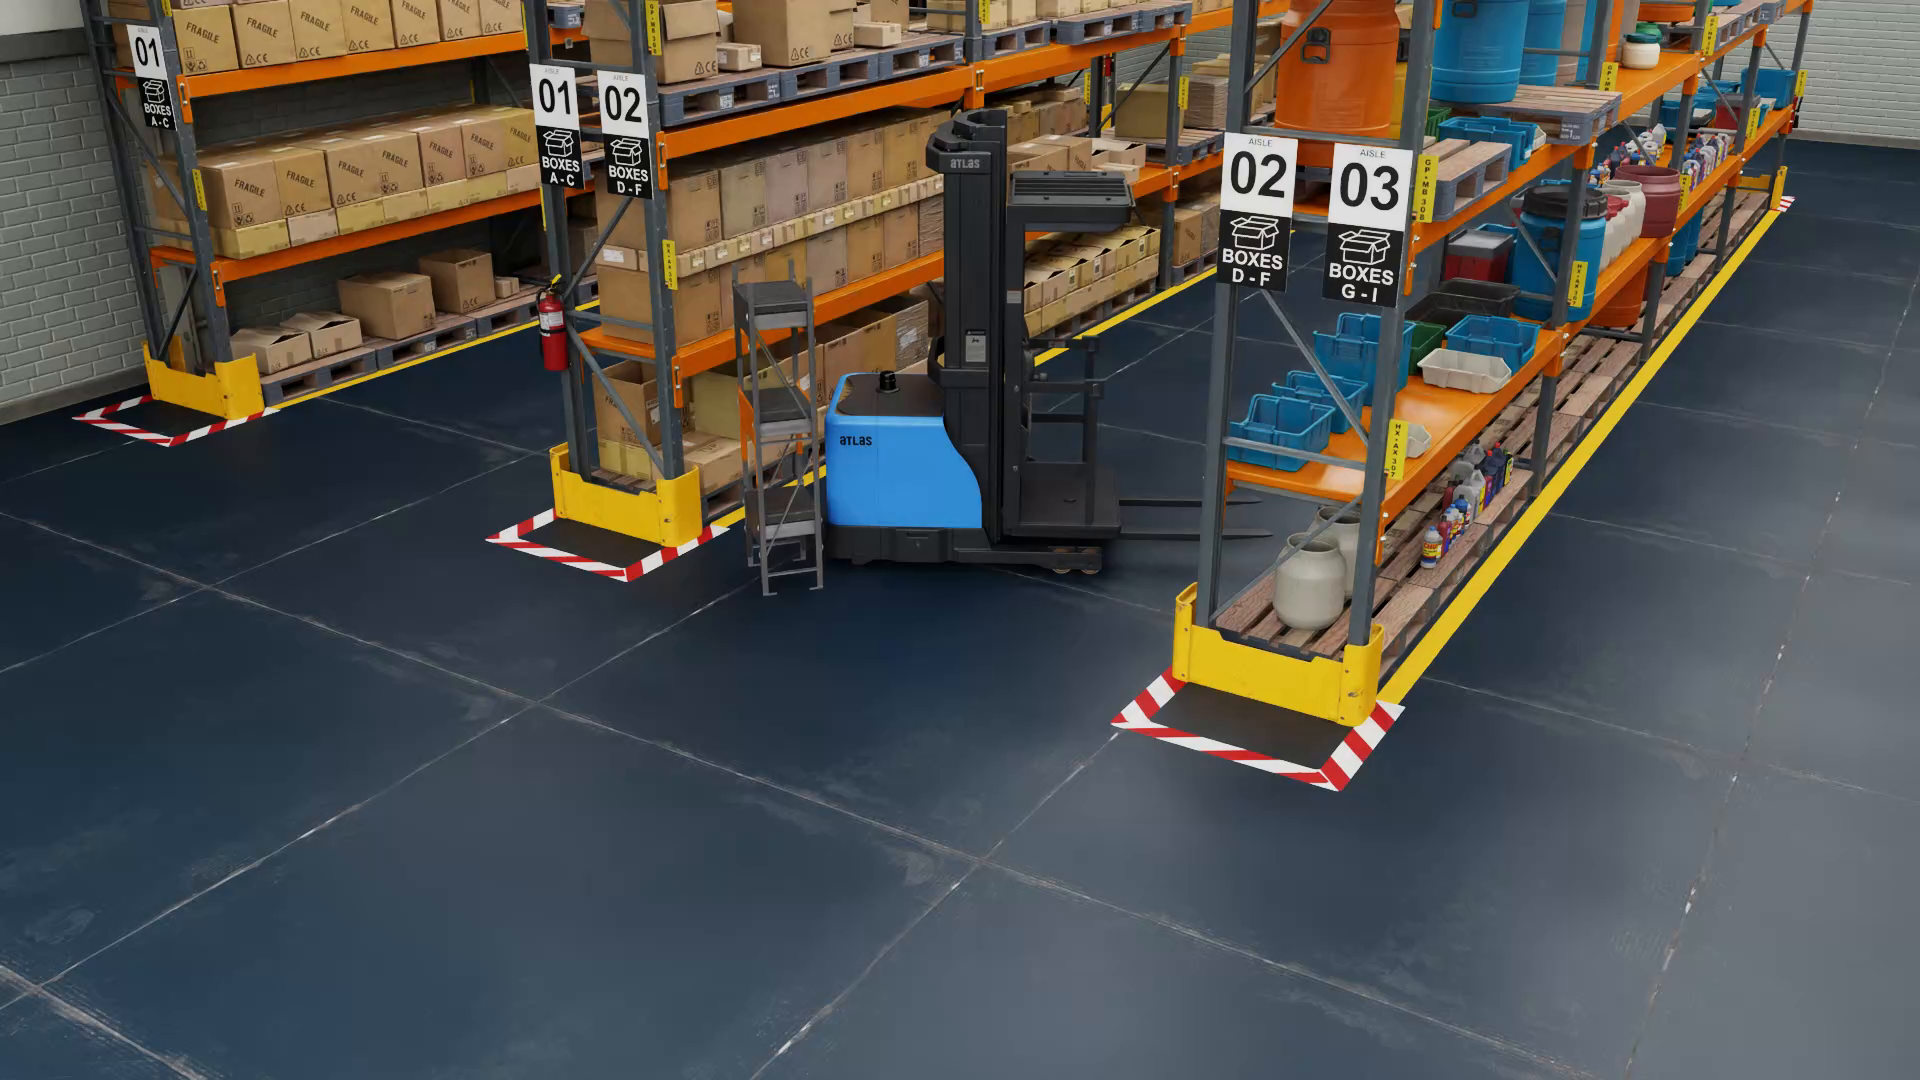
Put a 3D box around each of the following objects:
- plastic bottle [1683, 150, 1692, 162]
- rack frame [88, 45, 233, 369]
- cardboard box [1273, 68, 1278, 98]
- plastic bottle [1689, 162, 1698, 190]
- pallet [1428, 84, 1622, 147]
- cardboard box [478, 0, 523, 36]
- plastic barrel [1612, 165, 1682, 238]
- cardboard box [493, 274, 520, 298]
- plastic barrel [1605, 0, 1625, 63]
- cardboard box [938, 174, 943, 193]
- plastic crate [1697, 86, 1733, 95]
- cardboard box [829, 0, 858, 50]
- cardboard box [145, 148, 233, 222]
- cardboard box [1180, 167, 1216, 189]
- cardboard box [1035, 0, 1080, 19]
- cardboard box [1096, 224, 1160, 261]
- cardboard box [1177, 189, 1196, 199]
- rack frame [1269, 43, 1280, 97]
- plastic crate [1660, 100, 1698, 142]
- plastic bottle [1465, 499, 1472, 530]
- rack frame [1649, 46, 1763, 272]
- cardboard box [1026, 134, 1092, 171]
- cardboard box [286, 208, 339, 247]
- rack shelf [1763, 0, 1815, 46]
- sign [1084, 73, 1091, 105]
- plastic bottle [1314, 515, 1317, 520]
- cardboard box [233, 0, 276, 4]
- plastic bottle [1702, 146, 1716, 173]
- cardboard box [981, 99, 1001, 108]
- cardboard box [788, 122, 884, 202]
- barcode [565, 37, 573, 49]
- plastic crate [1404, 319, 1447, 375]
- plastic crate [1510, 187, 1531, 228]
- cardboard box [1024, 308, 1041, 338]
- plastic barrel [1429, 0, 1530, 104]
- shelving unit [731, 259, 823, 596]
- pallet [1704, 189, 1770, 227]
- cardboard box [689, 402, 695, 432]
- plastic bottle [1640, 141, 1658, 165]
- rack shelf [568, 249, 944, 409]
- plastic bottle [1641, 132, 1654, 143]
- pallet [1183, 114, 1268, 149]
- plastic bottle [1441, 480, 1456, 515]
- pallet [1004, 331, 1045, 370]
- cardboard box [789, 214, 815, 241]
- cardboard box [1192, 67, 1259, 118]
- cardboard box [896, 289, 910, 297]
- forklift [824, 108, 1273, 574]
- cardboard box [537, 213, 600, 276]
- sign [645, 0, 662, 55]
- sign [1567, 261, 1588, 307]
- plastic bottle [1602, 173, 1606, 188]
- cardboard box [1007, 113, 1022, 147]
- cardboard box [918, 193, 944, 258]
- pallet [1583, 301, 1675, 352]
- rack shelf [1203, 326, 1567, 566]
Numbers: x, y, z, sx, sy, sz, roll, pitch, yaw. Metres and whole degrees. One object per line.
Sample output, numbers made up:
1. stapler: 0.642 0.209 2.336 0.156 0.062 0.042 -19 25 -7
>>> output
1. plastic bottle: 7.451 -3.856 17.044 0.097 0.271 0.097 0 23 0
2. rack frame: -6.594 -2.540 13.841 1.000 3.000 0.127 14 27 29
3. cardboard box: 3.992 -5.821 21.295 0.500 0.500 0.500 14 27 30
4. plastic bottle: 7.239 -3.606 16.466 0.097 0.271 0.097 0 23 0
5. pallet: 3.635 -2.839 10.995 1.213 0.211 1.003 14 27 29
6. cardboard box: -4.542 -5.098 15.824 0.500 0.500 0.500 15 27 30
7. plastic barrel: 6.055 -3.006 14.747 0.600 0.536 0.708 14 27 29
8. cardboard box: -4.741 -2.604 17.003 0.380 0.166 0.250 10 25 22
9. plastic barrel: 5.080 -4.285 13.556 0.600 0.830 0.708 14 27 29
10. cardboard box: -0.235 -3.060 14.100 0.380 0.149 0.250 14 27 29
11. plastic crate: 9.505 -5.578 20.994 0.416 0.233 0.300 14 27 29
12. cardboard box: -1.250 -4.004 12.614 0.797 0.503 0.637 17 29 35
13. cardboard box: -6.526 -3.028 14.188 0.500 0.500 0.500 14 27 28
14. cardboard box: 2.692 -4.333 19.631 0.500 0.250 0.500 13 27 28
15. cardboard box: 0.787 -4.986 15.376 0.500 0.250 0.500 11 26 25
16. cardboard box: 1.769 -3.163 17.507 0.500 0.311 0.500 15 27 30
17. cardboard box: 2.403 -3.797 19.338 0.500 0.500 0.500 13 27 27
18. rack frame: 3.946 -5.553 20.801 1.000 3.000 0.127 14 27 29
19. plastic crate: 8.109 -4.763 18.921 0.392 0.384 0.575 14 27 29
20. plastic bottle: 3.438 -0.180 11.359 0.097 0.201 0.097 0 23 0
21. rack frame: 8.152 -4.514 18.401 1.000 3.000 0.127 14 27 29
22. cardboard box: 0.965 -3.679 16.347 0.500 0.500 0.500 12 26 26
23. cardboard box: -5.805 -2.756 14.505 0.500 0.250 0.500 13 27 27
24. rack shelf: 9.207 -6.235 19.507 1.077 0.370 4.000 14 27 29
25. sign: 1.370 -4.808 17.724 0.100 0.325 0.005 14 27 29
26. plastic bottle: 2.419 -0.093 11.157 0.097 0.201 0.097 0 23 0
27. cardboard box: -5.877 -4.668 13.572 0.500 0.500 0.500 14 27 28
28. plastic bottle: 7.760 -3.962 17.283 0.152 0.276 0.135 14 27 29
29. cardboard box: 0.387 -6.424 24.615 0.380 0.149 0.250 13 27 27
30. cardboard box: -1.033 -3.003 13.153 0.700 0.500 0.500 14 27 29
31. barcode: -2.634 -3.349 11.203 0.001 0.075 0.075 14 27 29
32. plastic crate: 2.976 -1.317 11.284 0.450 0.188 0.662 14 27 29
33. plastic crate: 4.930 -2.712 14.158 0.402 0.464 0.583 14 27 29
34. cardboard box: 0.420 -2.040 15.619 0.500 0.250 0.500 15 27 30
35. plastic barrel: 3.316 -3.299 10.660 0.600 0.901 0.708 14 27 29
36. shelving unit: -1.175 -0.713 10.755 0.431 2.100 0.503 -7 24 -17
37. pallet: 9.794 -4.314 21.449 1.003 0.211 1.213 14 27 29
38. cardboard box: -2.098 -0.848 12.865 0.500 0.250 0.500 14 27 29
39. plastic bottle: 7.225 -4.036 17.453 0.152 0.276 0.135 14 27 29
40. rack shelf: -1.329 -1.848 13.148 1.077 0.370 4.000 14 27 29
41. plastic bottle: 7.391 -4.257 17.963 0.152 0.276 0.135 14 27 29
42. pallet: 2.858 -4.772 19.239 1.003 0.211 1.213 14 27 29
43. plastic bottle: 3.386 -0.285 11.499 0.061 0.283 0.133 14 27 29
44. pallet: 0.082 -1.830 15.711 1.003 0.211 1.213 14 27 29
45. cardboard box: -1.316 -2.369 12.504 0.380 0.149 0.250 13 27 28
46. cardboard box: 3.066 -5.182 19.291 0.700 0.500 0.500 7 24 16
47. cardboard box: -0.785 -2.037 14.668 0.500 0.500 0.500 14 27 29
48. forklift: 0.622 -1.333 11.140 3.031 2.935 1.130 1 23 2
49. cardboard box: -4.110 -3.196 17.950 0.700 0.500 0.500 15 28 31
50. sign: -1.916 -3.198 10.387 0.100 0.325 0.005 14 27 29
51. sign: 4.394 -1.822 11.834 0.100 0.325 0.005 14 27 29
52. plastic bottle: 6.348 -3.576 16.484 0.097 0.201 0.097 0 23 0
53. cardboard box: 0.485 -6.035 24.533 0.700 0.500 0.500 14 27 28
54. cardboard box: -0.503 -2.748 14.195 0.700 0.500 0.500 13 27 28
55. pallet: 6.423 -2.159 16.471 1.003 0.211 1.213 14 27 29
56. rack shelf: 2.877 -0.808 10.747 1.077 0.370 4.000 14 27 29
